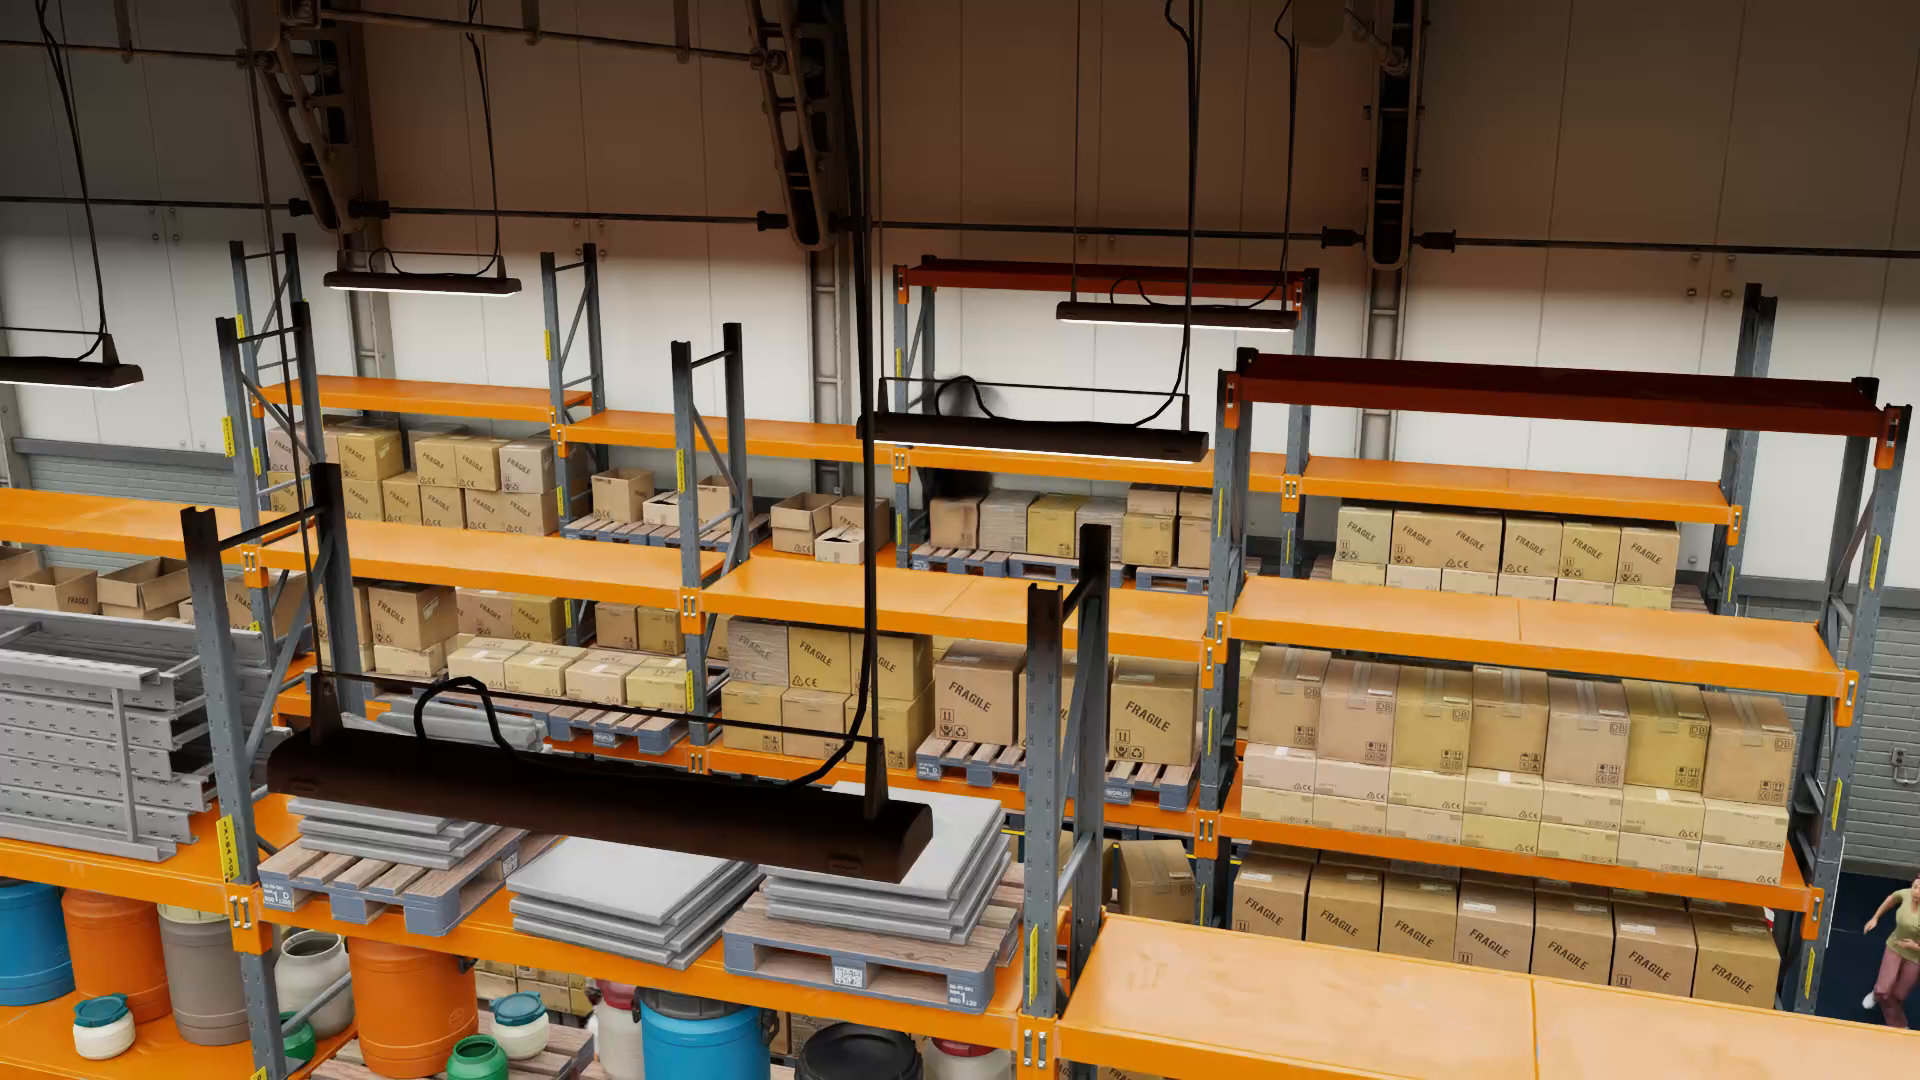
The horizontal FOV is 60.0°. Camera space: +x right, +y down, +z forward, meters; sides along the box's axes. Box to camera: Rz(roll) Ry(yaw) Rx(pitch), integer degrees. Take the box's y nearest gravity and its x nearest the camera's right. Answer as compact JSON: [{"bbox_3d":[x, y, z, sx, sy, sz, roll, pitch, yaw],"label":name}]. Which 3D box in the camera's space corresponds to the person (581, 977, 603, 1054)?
[{"bbox_3d":[-2.537,3.885,12.313,0.561,1.642,0.704,9,18,28],"label":"person"}]

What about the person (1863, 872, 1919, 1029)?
[{"bbox_3d":[7.976,3.453,13.997,0.685,1.605,0.607,15,22,43],"label":"person"}]
